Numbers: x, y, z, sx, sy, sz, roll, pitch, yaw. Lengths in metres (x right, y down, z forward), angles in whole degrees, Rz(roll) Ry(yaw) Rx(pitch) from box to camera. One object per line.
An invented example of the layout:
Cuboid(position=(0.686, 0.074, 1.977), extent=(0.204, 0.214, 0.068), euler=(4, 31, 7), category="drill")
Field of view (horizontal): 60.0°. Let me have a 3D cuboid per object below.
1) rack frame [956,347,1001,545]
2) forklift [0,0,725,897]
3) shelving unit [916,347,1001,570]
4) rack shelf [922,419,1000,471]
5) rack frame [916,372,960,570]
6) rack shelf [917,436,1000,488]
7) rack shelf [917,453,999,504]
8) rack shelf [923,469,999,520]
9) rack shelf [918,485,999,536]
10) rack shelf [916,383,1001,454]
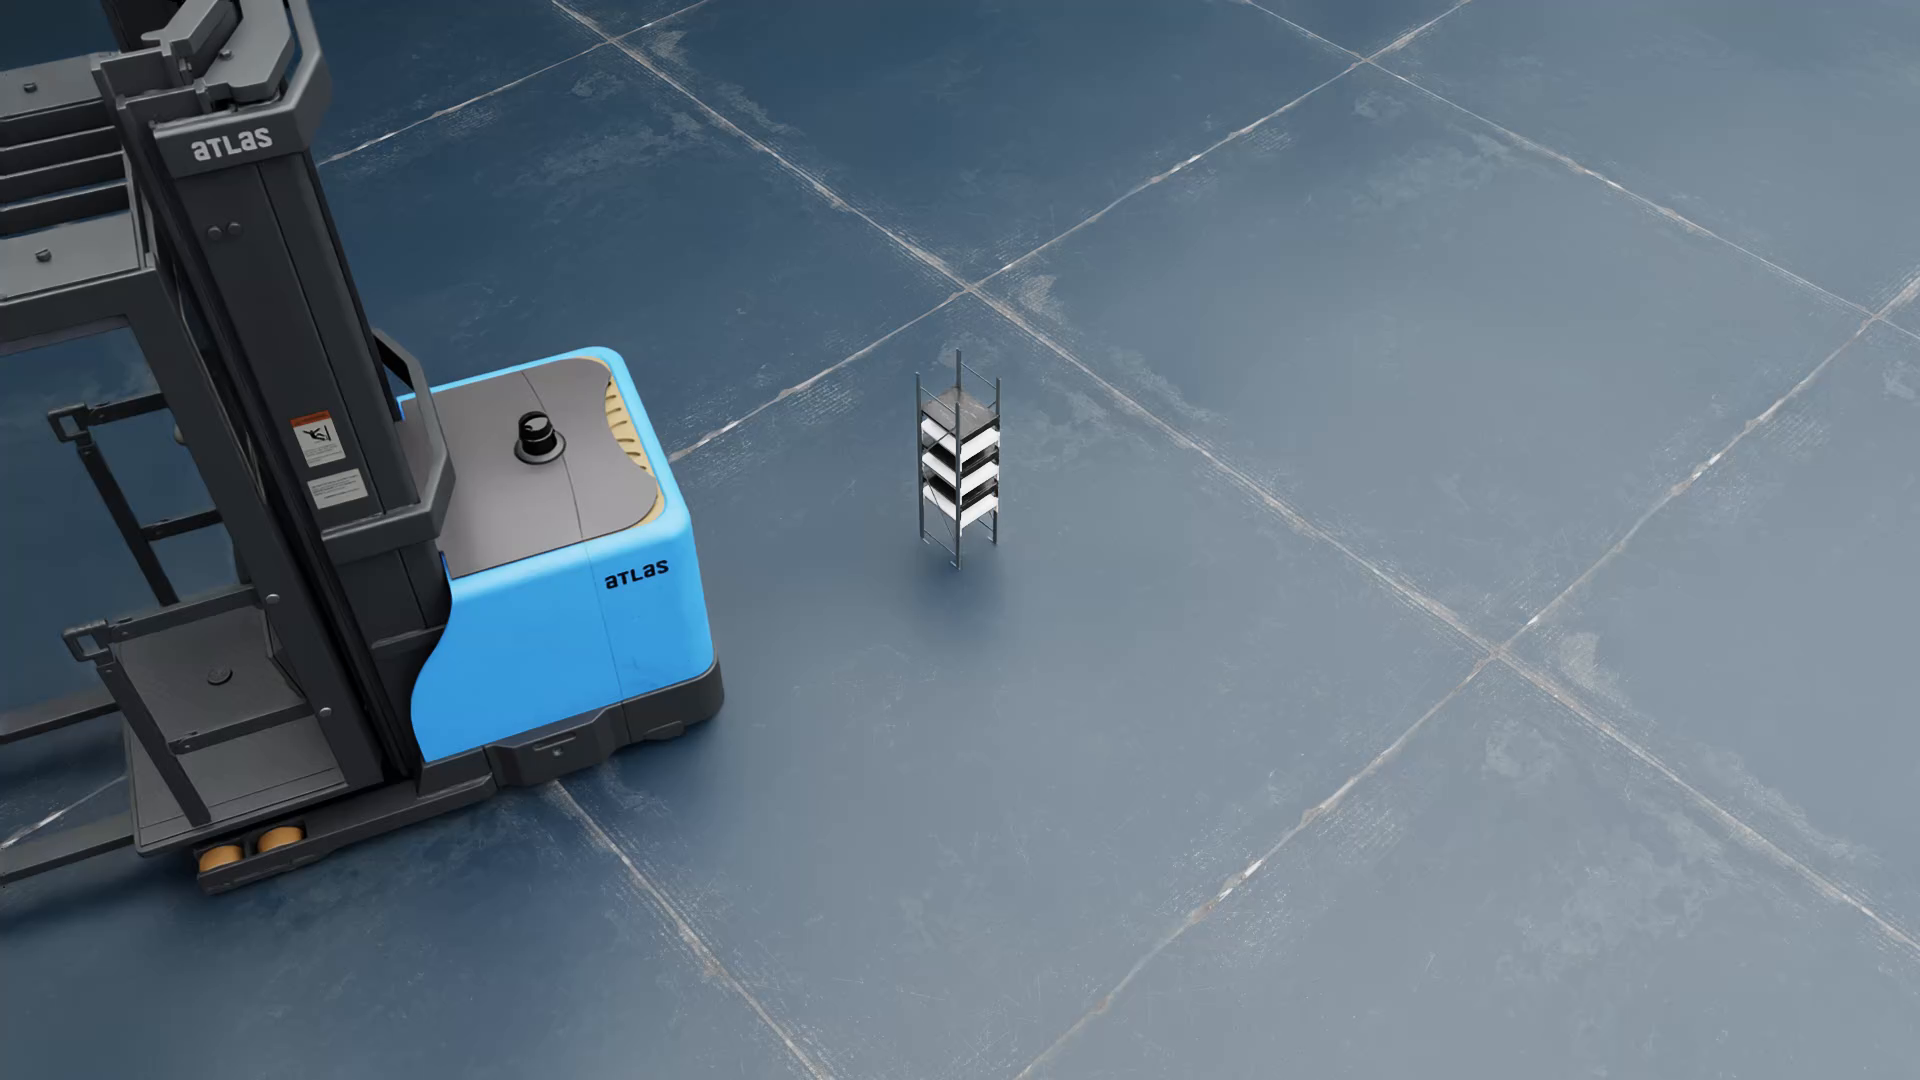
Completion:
Cuboid(position=(0.069, -0.351, 6.515), extent=(0.006, 0.900, 0.240), euler=(-34, 56, -27), category="rack frame")
Cuboid(position=(-2.439, -0.238, 5.028), extent=(3.031, 2.935, 1.130), euler=(-17, 50, -15), category="forklift")
Cuboid(position=(-0.006, -0.301, 6.469), extent=(0.210, 0.900, 0.258), euler=(-34, 56, -27), category="shelving unit")
Cuboid(position=(-0.006, -0.401, 6.361), extent=(0.200, 0.077, 0.258), euler=(-34, 56, -27), category="rack shelf")
Cuboid(position=(-0.081, -0.251, 6.422), extent=(0.006, 0.900, 0.240), euler=(-34, 56, -27), category="rack frame")
Cuboid(position=(-0.006, -0.340, 6.427), extent=(0.200, 0.077, 0.258), euler=(-34, 56, -27), category="rack shelf")
Cuboid(position=(-0.006, -0.279, 6.493), extent=(0.200, 0.077, 0.258), euler=(-34, 56, -27), category="rack shelf")
Cuboid(position=(-0.006, -0.218, 6.559), extent=(0.200, 0.077, 0.258), euler=(-34, 56, -27), category="rack shelf")
Cuboid(position=(-0.006, -0.156, 6.626), extent=(0.200, 0.077, 0.258), euler=(-34, 56, -27), category="rack shelf")
Cuboid(position=(-0.006, -0.462, 6.295), extent=(0.200, 0.077, 0.258), euler=(-34, 56, -27), category="rack shelf")
